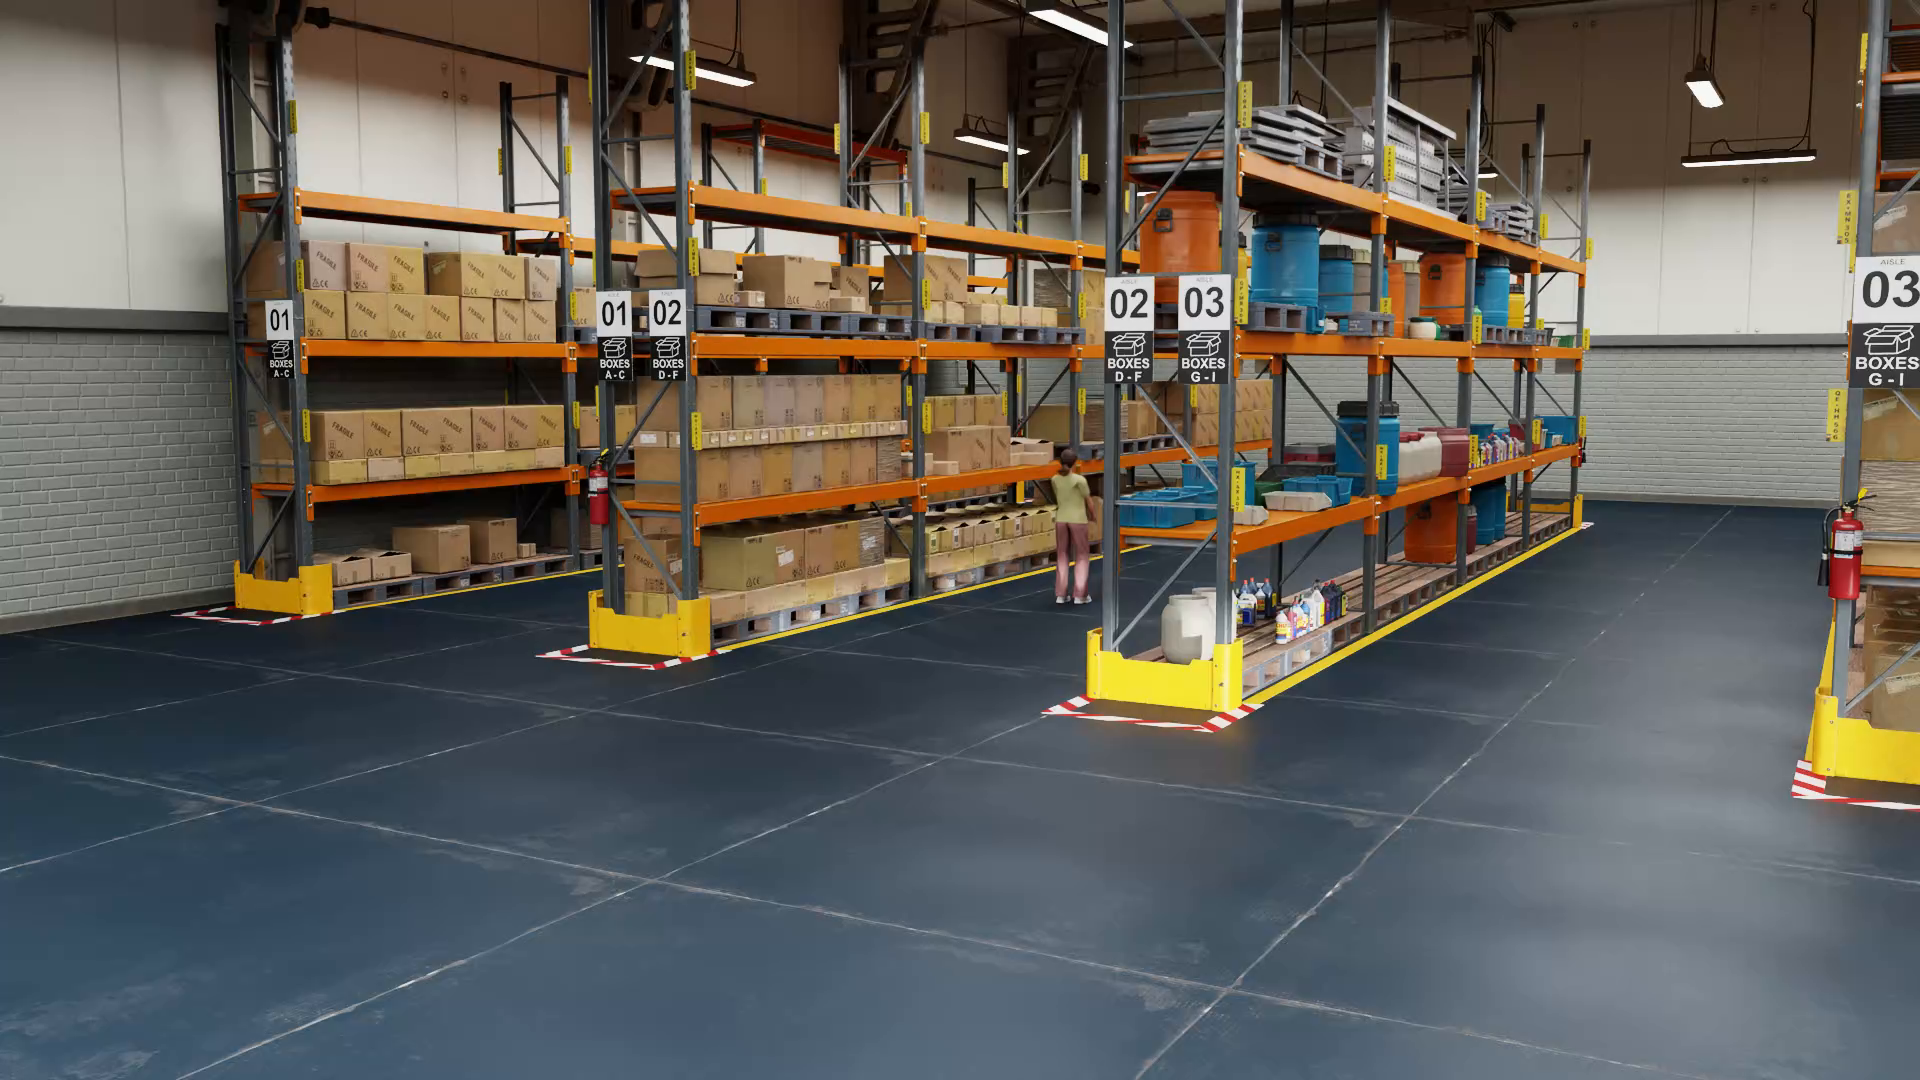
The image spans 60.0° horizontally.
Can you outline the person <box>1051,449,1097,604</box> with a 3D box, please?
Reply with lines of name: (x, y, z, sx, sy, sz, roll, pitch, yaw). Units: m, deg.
person: (1.224, -0.152, 17.834, 0.425, 1.665, 0.556, 3, 7, 30)
